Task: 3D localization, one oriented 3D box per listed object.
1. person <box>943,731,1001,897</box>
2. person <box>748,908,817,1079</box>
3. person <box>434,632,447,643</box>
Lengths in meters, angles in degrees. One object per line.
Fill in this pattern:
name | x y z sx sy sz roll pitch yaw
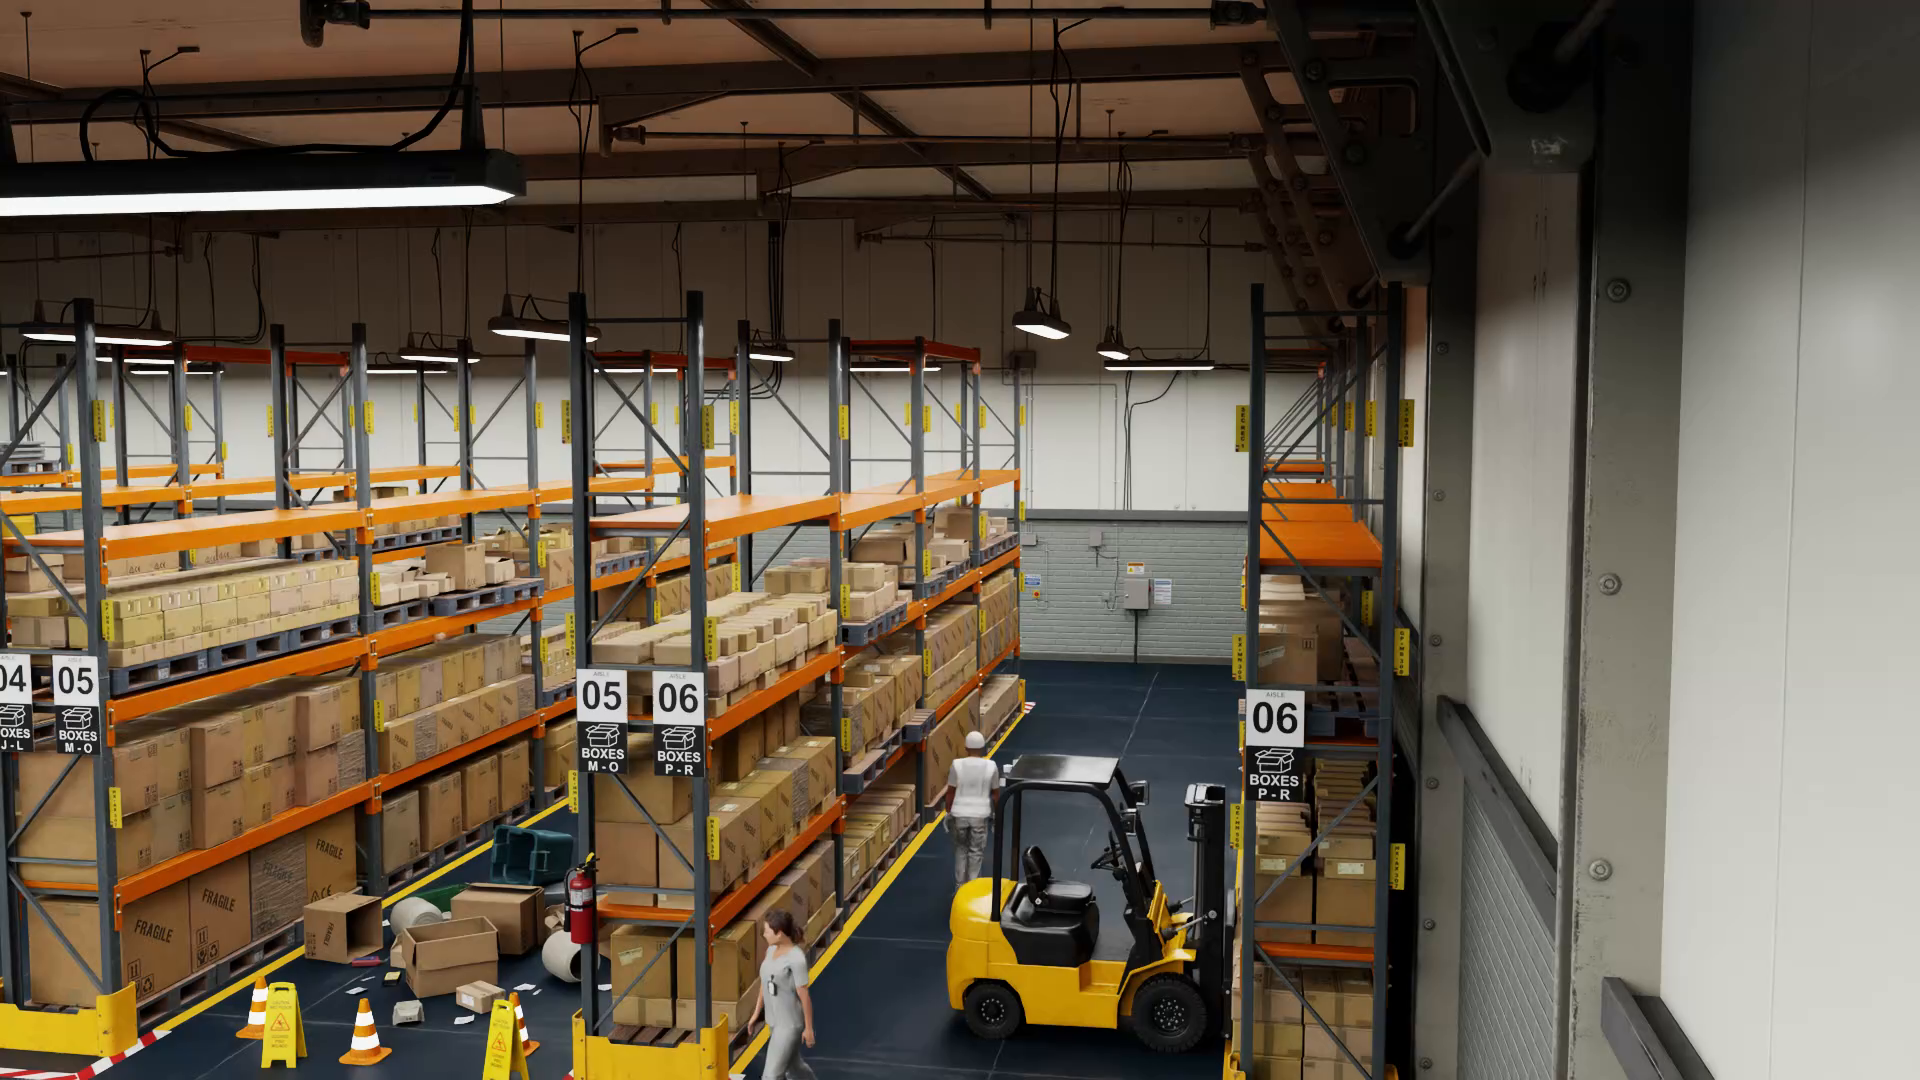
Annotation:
person | 0.128 2.909 17.308 0.583 1.829 0.562 1 5 6
person | -1.277 3.405 11.724 0.904 1.643 0.478 -3 6 -35
person | -7.878 2.256 25.239 0.564 1.725 1.063 0 5 -5
